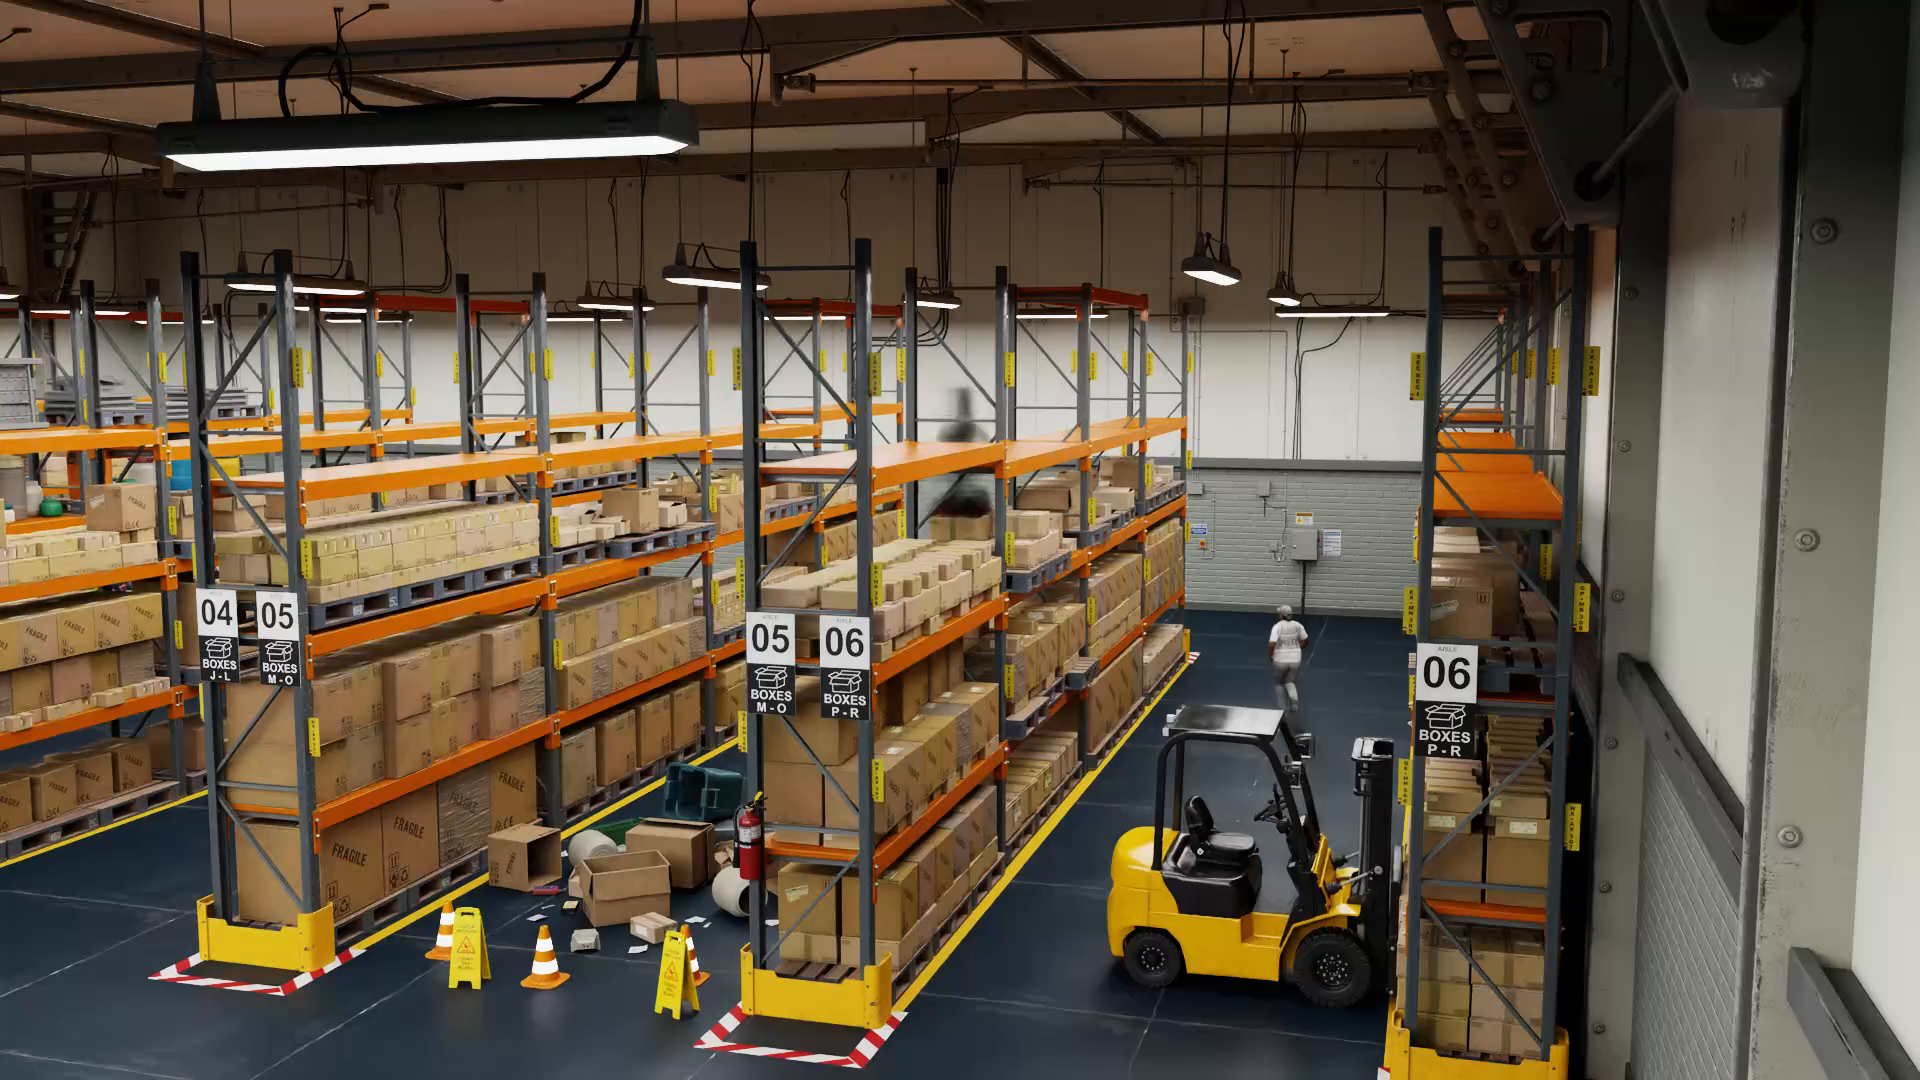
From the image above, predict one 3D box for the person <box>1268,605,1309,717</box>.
[{"bbox_3d":[4.636,1.738,23.538,0.602,1.647,0.583,-1,6,-9],"label":"person"}]
